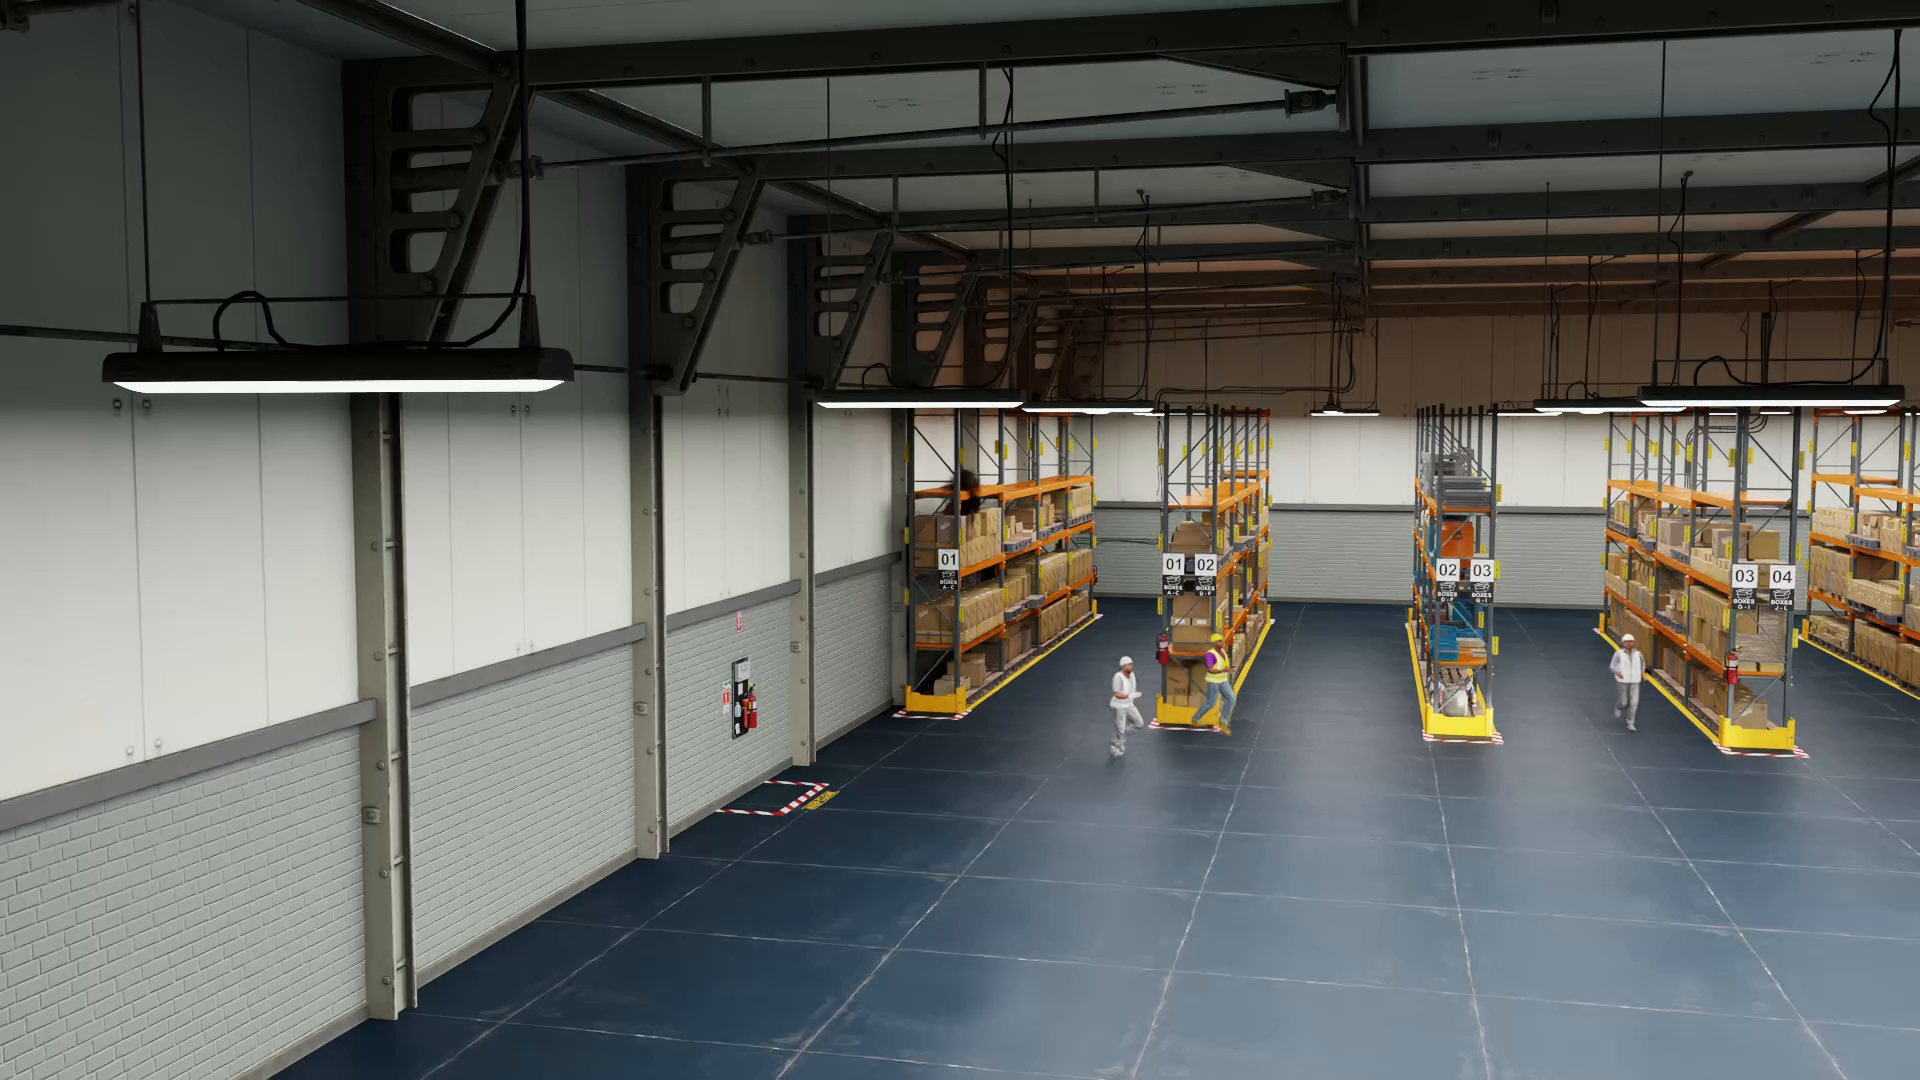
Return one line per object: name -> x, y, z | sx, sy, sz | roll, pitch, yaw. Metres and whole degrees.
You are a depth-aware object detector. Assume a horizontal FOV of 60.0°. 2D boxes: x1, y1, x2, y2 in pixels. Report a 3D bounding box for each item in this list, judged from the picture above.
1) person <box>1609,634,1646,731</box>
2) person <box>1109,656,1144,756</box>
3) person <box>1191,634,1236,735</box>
person -> 12.401, 2.616, 30.836 | 0.677, 1.746, 0.875 | 1, 4, 8
person -> 2.805, 2.803, 27.987 | 0.725, 1.721, 0.726 | 4, 5, 41
person -> 4.548, 2.543, 29.481 | 0.714, 1.794, 0.879 | -4, 6, -44
